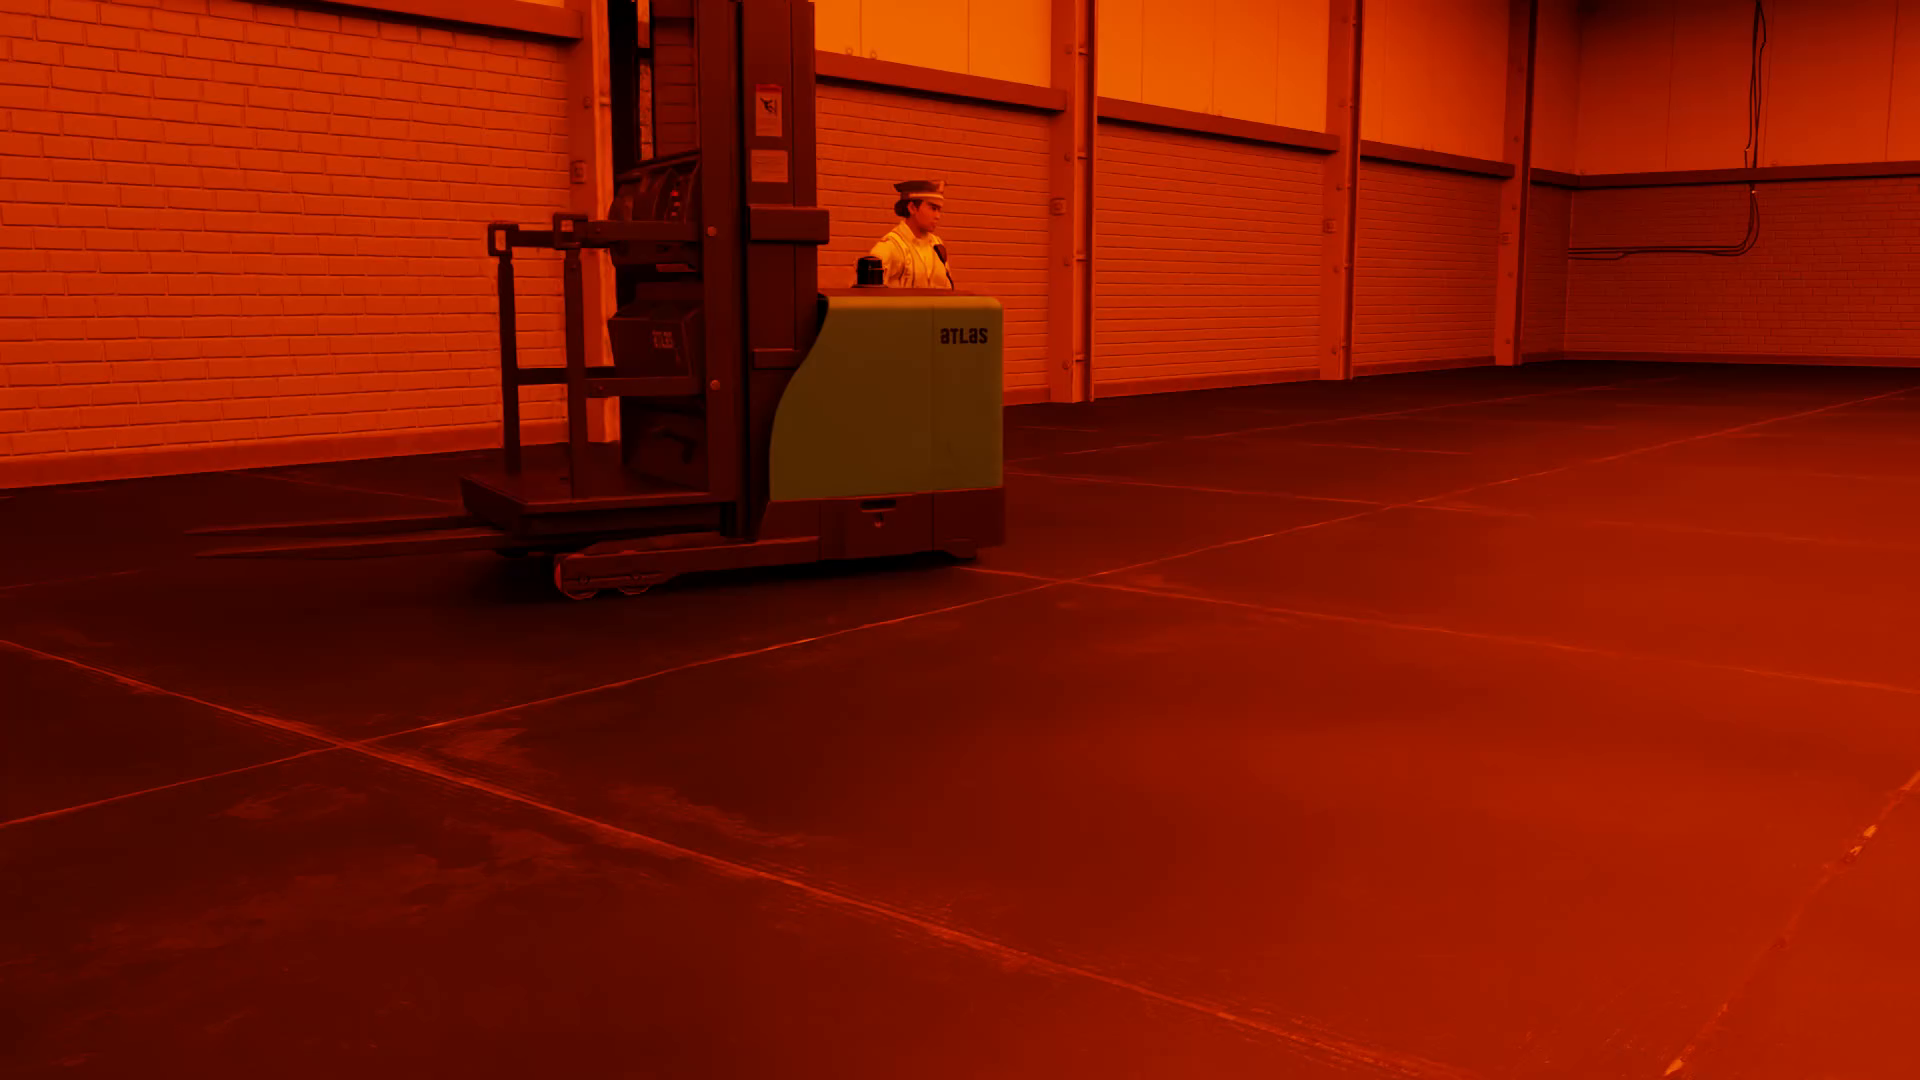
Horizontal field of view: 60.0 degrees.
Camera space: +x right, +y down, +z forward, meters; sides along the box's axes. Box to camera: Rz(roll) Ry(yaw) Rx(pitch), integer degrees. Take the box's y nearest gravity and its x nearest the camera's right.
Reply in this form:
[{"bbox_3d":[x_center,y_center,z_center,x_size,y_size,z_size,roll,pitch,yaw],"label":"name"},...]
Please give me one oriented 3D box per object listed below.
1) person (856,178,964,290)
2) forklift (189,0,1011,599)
[{"bbox_3d":[-0.199,-0.945,8.203,0.715,1.644,0.349,-5,10,-30],"label":"person"},{"bbox_3d":[-1.334,-1.325,6.334,3.031,2.935,1.130,-4,9,-28],"label":"forklift"}]
